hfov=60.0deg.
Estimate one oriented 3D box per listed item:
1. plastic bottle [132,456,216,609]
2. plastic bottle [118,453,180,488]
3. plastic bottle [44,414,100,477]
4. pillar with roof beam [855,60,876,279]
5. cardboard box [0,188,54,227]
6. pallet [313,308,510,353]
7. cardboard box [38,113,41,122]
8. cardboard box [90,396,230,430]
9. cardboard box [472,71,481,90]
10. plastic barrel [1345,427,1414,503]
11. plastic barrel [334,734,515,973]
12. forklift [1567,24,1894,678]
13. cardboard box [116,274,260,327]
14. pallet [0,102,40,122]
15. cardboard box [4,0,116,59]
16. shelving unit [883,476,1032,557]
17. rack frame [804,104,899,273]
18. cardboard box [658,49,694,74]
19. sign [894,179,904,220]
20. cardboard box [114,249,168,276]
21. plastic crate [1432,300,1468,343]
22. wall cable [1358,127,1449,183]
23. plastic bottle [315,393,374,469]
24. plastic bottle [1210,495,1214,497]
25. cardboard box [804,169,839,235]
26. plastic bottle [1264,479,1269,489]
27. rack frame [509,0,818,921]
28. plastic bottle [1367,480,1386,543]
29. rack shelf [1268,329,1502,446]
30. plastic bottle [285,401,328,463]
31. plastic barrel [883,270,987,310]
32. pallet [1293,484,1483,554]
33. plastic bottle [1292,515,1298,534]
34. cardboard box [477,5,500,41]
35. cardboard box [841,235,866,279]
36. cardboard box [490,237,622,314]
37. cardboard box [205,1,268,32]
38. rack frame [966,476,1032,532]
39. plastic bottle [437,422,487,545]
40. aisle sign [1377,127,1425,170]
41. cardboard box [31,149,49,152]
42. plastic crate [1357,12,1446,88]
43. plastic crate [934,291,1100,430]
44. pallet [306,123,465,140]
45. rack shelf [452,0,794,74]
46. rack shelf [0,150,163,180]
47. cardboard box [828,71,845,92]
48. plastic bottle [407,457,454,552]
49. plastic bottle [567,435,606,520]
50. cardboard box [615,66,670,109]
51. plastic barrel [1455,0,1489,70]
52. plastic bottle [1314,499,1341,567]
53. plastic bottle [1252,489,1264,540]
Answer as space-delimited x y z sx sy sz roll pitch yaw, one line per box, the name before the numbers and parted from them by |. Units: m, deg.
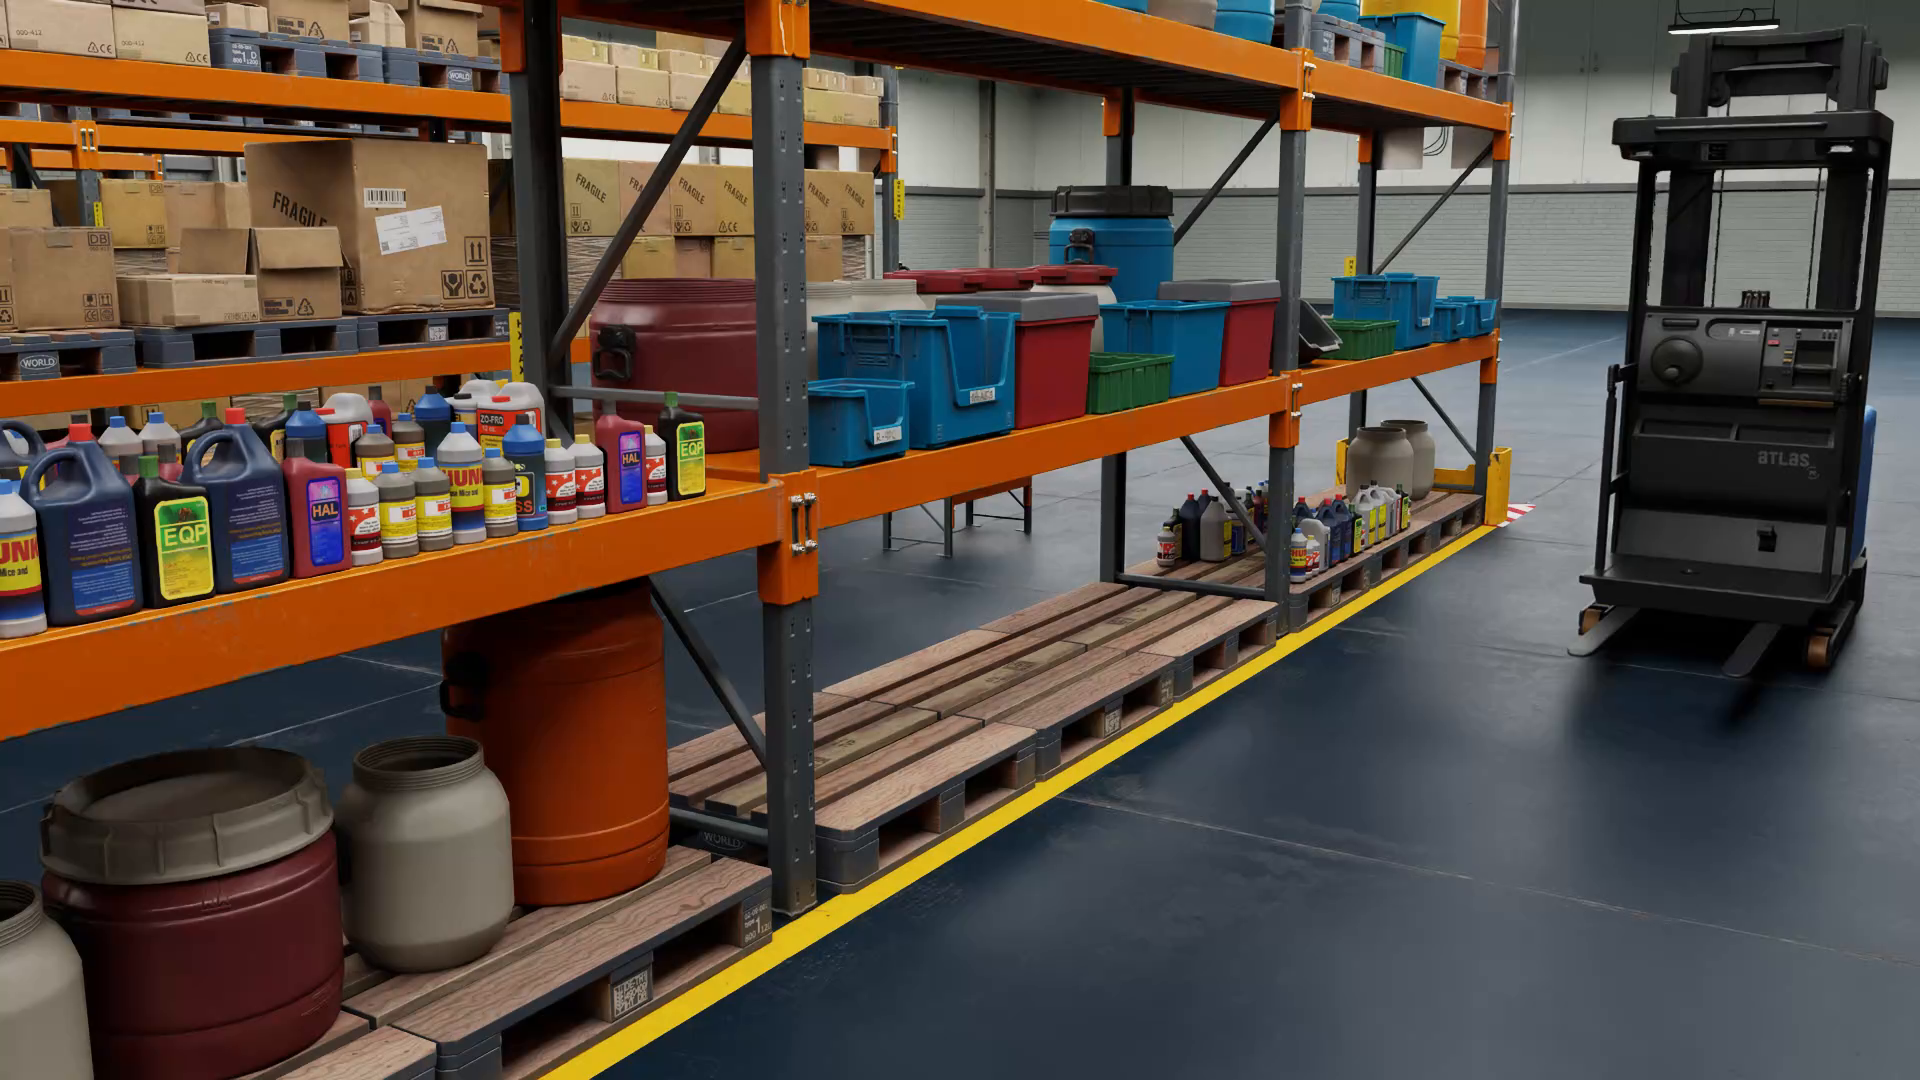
plastic bottle | -1.491 -0.021 3.147 0.061 0.283 0.133 6 12 31
plastic bottle | -1.543 -0.027 3.178 0.061 0.283 0.133 6 12 31
plastic bottle | -2.027 -0.141 3.786 0.061 0.283 0.133 6 12 31
pillar with roof beam | 1.327 -9.853 39.044 9.100 9.000 0.548 6 12 31
cardboard box | -7.483 -2.467 12.904 0.700 0.500 0.500 6 12 30
pallet | -3.564 -1.314 10.259 1.003 0.211 1.213 6 12 31
cardboard box | -9.999 -4.370 17.509 0.500 0.250 0.500 7 13 32
cardboard box | -6.844 -1.259 14.074 0.875 0.875 0.875 7 12 32
cardboard box | -3.030 -3.012 11.063 0.500 0.250 0.500 7 13 33
plastic barrel | 2.730 -0.465 10.819 0.421 0.512 0.421 0 11 0
plastic barrel | -1.343 0.780 4.172 0.421 0.512 0.421 0 11 0
forklift | 3.696 -0.937 7.907 1.130 2.935 3.031 7 13 32
cardboard box | -4.053 -1.260 8.714 0.500 0.250 0.500 6 12 29
pallet | -7.664 -3.236 12.371 0.805 0.209 1.217 6 12 28
cardboard box | -4.392 -2.417 7.882 0.500 0.250 0.500 7 13 32
shelving unit | -0.004 -0.552 10.759 0.538 1.125 1.048 6 12 31
rack frame | -0.967 -2.144 14.169 1.000 3.000 0.127 6 12 31
cardboard box | -2.069 -3.298 11.508 0.380 0.149 0.250 6 12 30
sign | -0.503 -2.812 13.733 0.100 0.325 0.005 6 12 31
cardboard box | -7.049 -2.137 13.727 0.875 0.550 0.550 6 12 31
plastic crate | 2.920 -1.389 10.539 0.499 0.251 0.408 6 12 31
wall cable | 11.528 -12.307 42.910 2.305 6.003 0.169 6 12 31
plastic bottle | -1.628 -0.242 4.345 0.152 0.276 0.135 6 12 31
plastic bottle | 1.427 -0.111 9.498 0.061 0.283 0.133 7 13 34
cardboard box | -1.296 -2.641 13.029 0.500 0.500 0.500 6 12 31
plastic bottle | 1.881 -0.237 10.200 0.097 0.271 0.097 0 11 0
rack frame | -0.887 -0.413 4.921 1.000 3.000 0.127 6 12 31
plastic bottle | 2.379 -0.169 9.623 0.144 0.351 0.185 7 13 33
rack shelf | 2.228 -1.003 10.028 1.077 0.370 4.000 6 12 31
plastic bottle | -1.660 -0.218 4.231 0.097 0.271 0.097 0 11 0
plastic barrel | -0.100 -0.796 6.597 0.433 0.535 0.433 0 11 0
pallet | 2.841 -0.156 11.131 1.003 0.211 1.213 6 12 31
plastic bottle | 1.783 0.005 8.874 0.061 0.283 0.133 6 12 31
cardboard box | -3.028 -3.525 10.958 0.500 0.500 0.500 6 12 29
cardboard box | -1.276 -2.255 13.684 0.875 0.500 0.500 6 12 31
cardboard box | -2.757 -1.775 11.119 0.875 0.500 0.500 6 12 31
cardboard box | -3.931 -2.776 8.889 0.380 0.166 0.250 6 12 29
rack frame | 0.260 -0.632 11.187 0.500 1.125 0.032 6 12 31
plastic bottle | -1.130 -0.131 3.767 0.097 0.271 0.097 0 11 0
aisle sign | 3.054 -2.988 11.612 0.394 0.787 0.004 6 12 31
cardboard box | -9.928 -4.201 17.687 0.380 0.149 0.250 6 12 30
plastic crate | 2.534 -2.809 9.611 0.392 0.384 0.575 6 12 31
plastic crate | 0.214 -0.669 6.116 0.402 0.464 0.583 6 12 31
pallet | -5.529 -3.947 15.889 1.003 0.211 1.213 6 12 31
rack shelf | -1.925 -1.219 3.031 1.077 0.370 4.000 6 12 31
rack shelf | -10.475 -3.897 17.336 1.077 0.370 4.000 6 12 31
cardboard box | -1.128 -3.584 13.033 0.380 0.149 0.250 6 12 28
plastic bottle | -1.180 -0.081 3.691 0.097 0.201 0.097 0 11 0
plastic bottle | -0.928 -0.158 4.100 0.097 0.201 0.097 0 11 0
cardboard box | -2.320 -3.046 11.241 0.500 0.250 0.500 6 12 30
plastic barrel | 3.123 -3.474 10.814 0.600 0.830 0.708 6 12 31
plastic bottle | 1.964 -0.043 8.951 0.144 0.351 0.185 7 13 32
plastic bottle | 1.724 -0.148 9.692 0.061 0.283 0.133 6 12 31
